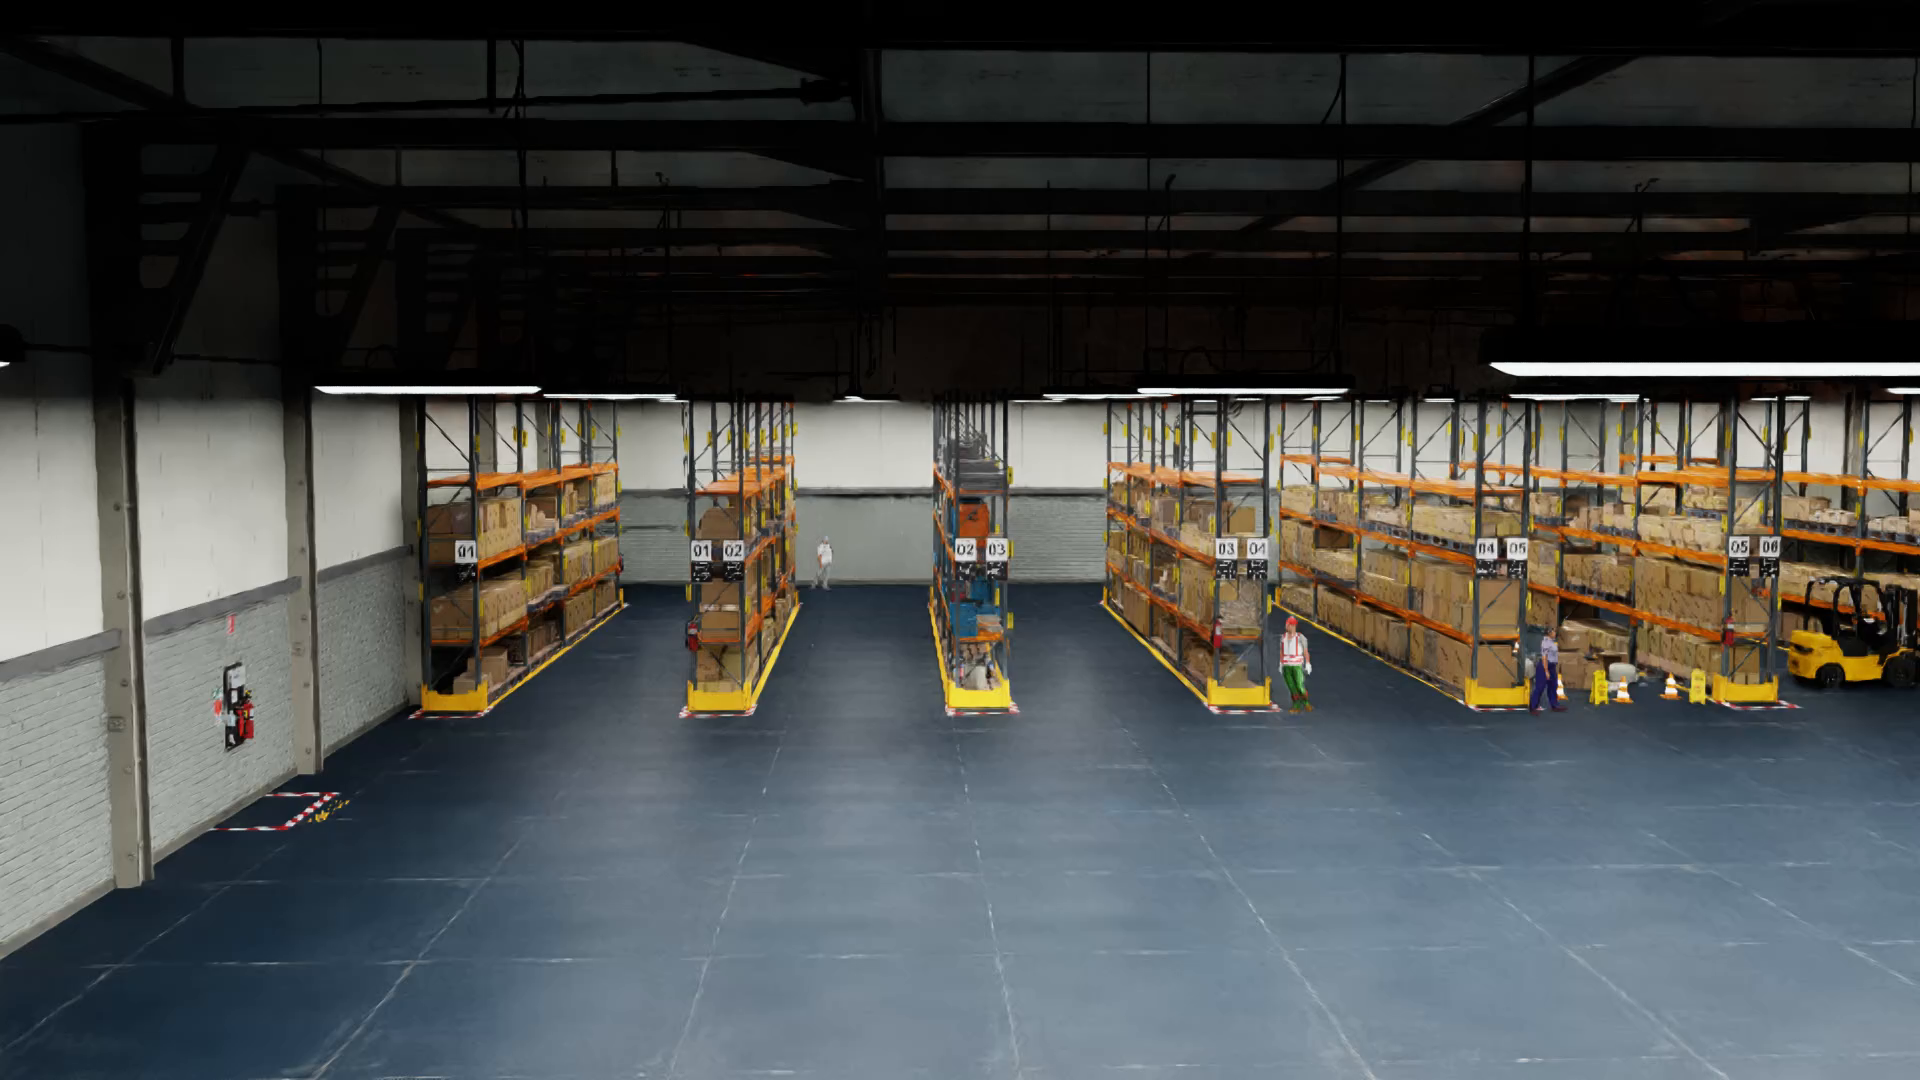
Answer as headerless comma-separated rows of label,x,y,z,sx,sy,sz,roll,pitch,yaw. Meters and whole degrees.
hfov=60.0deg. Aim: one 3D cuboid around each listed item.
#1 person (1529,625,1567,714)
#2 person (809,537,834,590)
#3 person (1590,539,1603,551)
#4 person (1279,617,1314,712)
person,10.905,2.383,30.833,0.563,1.637,0.731,3,6,35
person,-4.287,0.716,51.374,0.511,1.655,0.711,4,6,43
person,19.188,0.792,50.100,0.544,1.714,0.631,-3,5,-31
person,6.253,2.315,30.871,0.658,1.778,0.446,4,6,41
